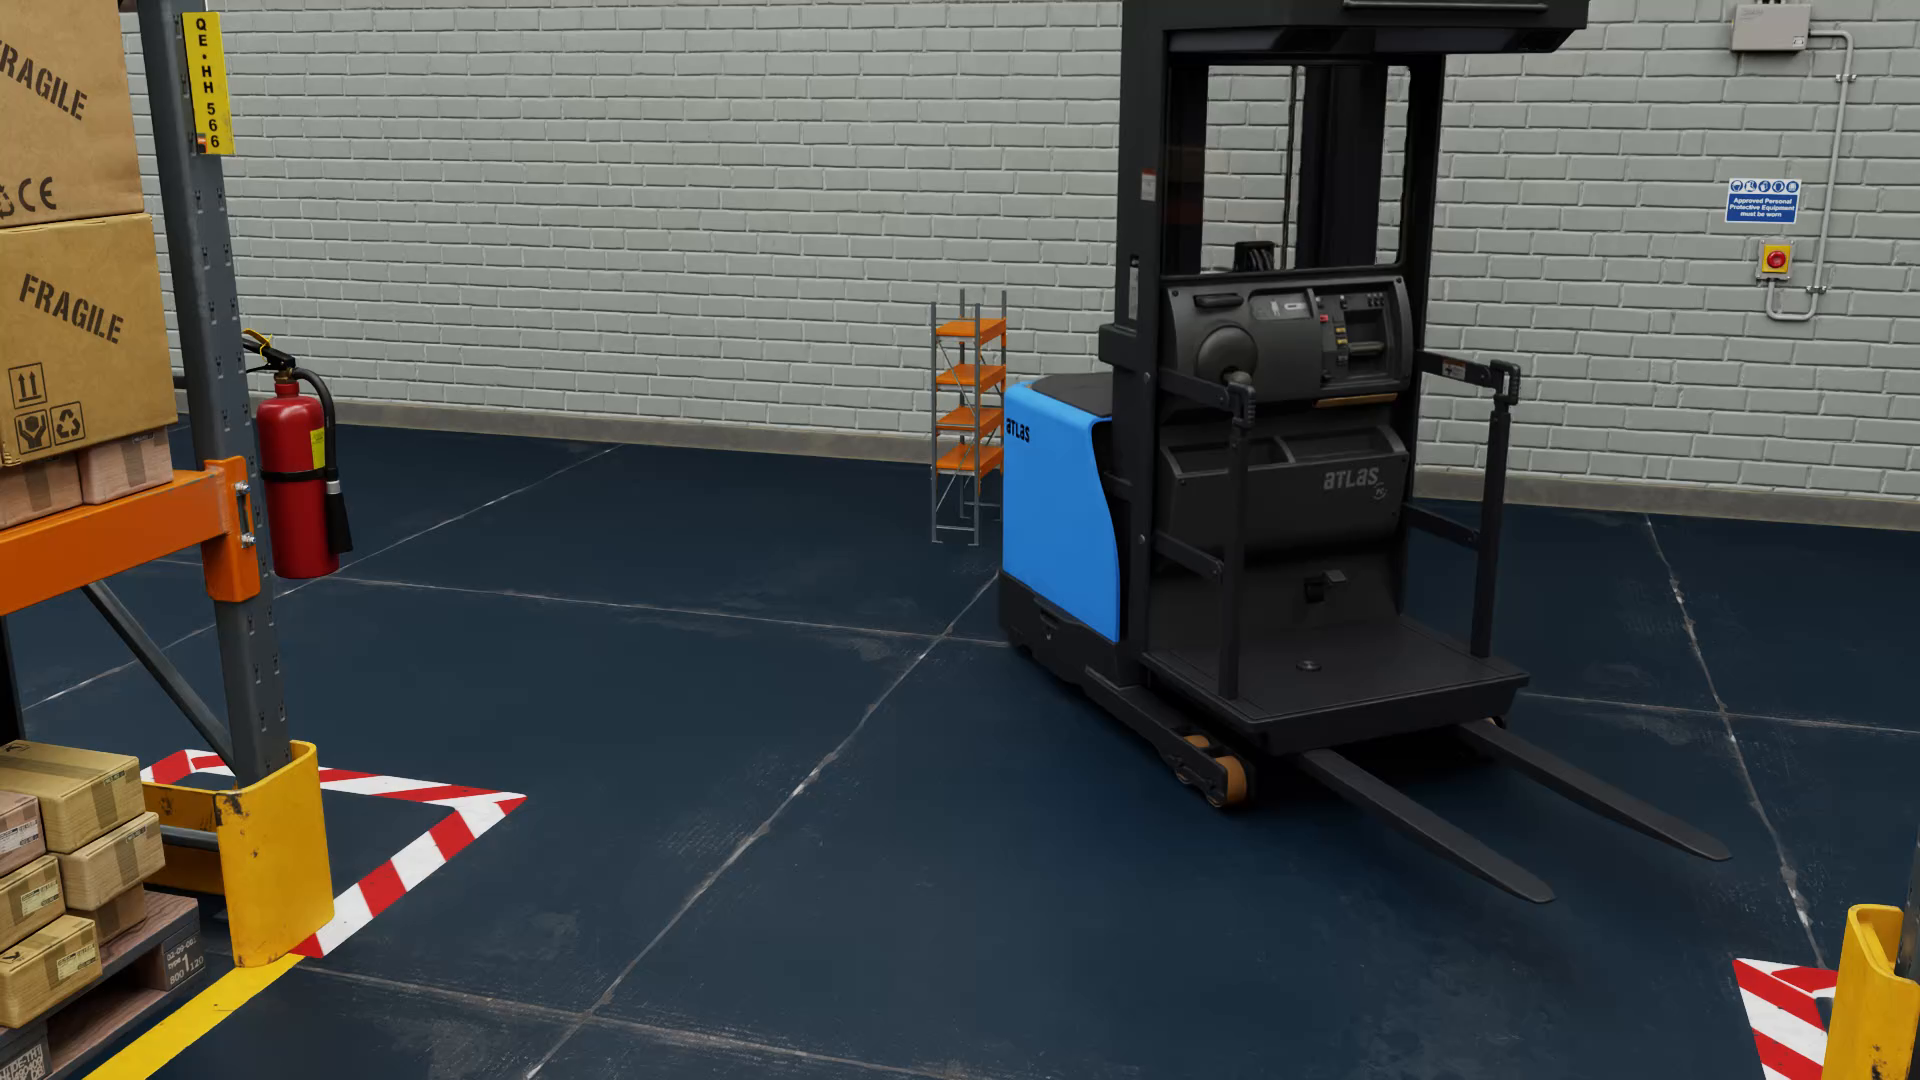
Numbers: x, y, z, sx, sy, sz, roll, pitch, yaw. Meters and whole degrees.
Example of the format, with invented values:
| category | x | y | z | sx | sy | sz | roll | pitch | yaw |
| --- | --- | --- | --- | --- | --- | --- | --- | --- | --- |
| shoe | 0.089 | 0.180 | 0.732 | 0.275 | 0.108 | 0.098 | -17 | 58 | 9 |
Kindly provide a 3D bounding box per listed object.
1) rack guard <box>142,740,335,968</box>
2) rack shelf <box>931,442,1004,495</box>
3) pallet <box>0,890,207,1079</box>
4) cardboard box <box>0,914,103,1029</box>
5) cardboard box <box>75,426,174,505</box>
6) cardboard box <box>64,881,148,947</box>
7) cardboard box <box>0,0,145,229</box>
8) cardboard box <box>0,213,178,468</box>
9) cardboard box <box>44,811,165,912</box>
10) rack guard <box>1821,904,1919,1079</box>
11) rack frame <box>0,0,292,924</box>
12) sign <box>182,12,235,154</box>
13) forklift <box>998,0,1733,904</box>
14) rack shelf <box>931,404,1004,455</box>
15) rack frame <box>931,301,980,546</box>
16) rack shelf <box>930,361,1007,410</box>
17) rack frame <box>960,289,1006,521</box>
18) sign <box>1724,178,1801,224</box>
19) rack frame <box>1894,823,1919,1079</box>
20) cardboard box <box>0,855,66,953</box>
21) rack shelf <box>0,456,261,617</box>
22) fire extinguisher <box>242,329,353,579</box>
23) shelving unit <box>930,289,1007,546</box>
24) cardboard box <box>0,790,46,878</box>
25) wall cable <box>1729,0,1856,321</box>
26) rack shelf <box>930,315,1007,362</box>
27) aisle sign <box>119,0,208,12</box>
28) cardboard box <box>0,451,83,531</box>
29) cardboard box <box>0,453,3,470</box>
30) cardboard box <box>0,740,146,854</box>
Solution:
| category | x | y | z | sx | sy | sz | roll | pitch | yaw |
| --- | --- | --- | --- | --- | --- | --- | --- | --- | --- |
| rack guard | -2.336 | 0.798 | 4.601 | 1.175 | 0.500 | 0.348 | 5 | 16 | 16 |
| rack shelf | 0.047 | -0.365 | 8.391 | 0.258 | 0.148 | 0.480 | 5 | 16 | 16 |
| pallet | -2.601 | 1.146 | 3.901 | 1.003 | 0.211 | 1.213 | 5 | 16 | 16 |
| cardboard box | -2.240 | 0.974 | 3.854 | 0.380 | 0.149 | 0.250 | 5 | 17 | 18 |
| cardboard box | -2.136 | -0.197 | 3.986 | 0.380 | 0.149 | 0.250 | 5 | 16 | 16 |
| cardboard box | -2.264 | 0.899 | 4.119 | 0.380 | 0.149 | 0.250 | 5 | 17 | 17 |
| cardboard box | -2.206 | -0.958 | 3.649 | 0.500 | 0.500 | 0.500 | 4 | 16 | 15 |
| cardboard box | -2.195 | -0.478 | 3.791 | 0.500 | 0.500 | 0.500 | 5 | 17 | 17 |
| cardboard box | -2.191 | 0.762 | 4.056 | 0.380 | 0.149 | 0.250 | 4 | 16 | 14 |
| rack guard | 2.467 | 1.129 | 3.433 | 1.175 | 0.500 | 0.348 | 5 | 16 | 16 |
| rack frame | -2.315 | -0.425 | 4.330 | 1.000 | 3.000 | 0.127 | 5 | 16 | 16 |
| sign | -1.788 | -1.086 | 3.959 | 0.100 | 0.325 | 0.005 | 5 | 16 | 16 |
| forklift | 1.197 | -0.685 | 5.373 | 1.130 | 2.935 | 3.031 | -7 | 17 | -22 |
| rack shelf | 0.047 | -0.556 | 8.337 | 0.258 | 0.148 | 0.480 | 5 | 16 | 16 |
| rack frame | -0.022 | -0.557 | 8.093 | 0.240 | 1.200 | 0.015 | 5 | 16 | 16 |
| rack shelf | 0.047 | -0.771 | 8.276 | 0.258 | 0.148 | 0.480 | 5 | 16 | 16 |
| rack frame | 0.116 | -0.684 | 8.543 | 0.240 | 1.200 | 0.015 | 5 | 16 | 16 |
| sign | 4.011 | -1.694 | 8.310 | 0.327 | 0.218 | 0.001 | 5 | 16 | 16 |
| rack frame | 2.463 | -0.067 | 3.069 | 0.949 | 2.616 | 0.053 | 5 | 16 | 16 |
| cardboard box | -2.317 | 0.826 | 3.830 | 0.380 | 0.149 | 0.250 | 4 | 16 | 15 |
| rack shelf | -2.883 | 0.445 | 2.583 | 1.077 | 0.370 | 4.000 | 5 | 16 | 16 |
| fire extinguisher | -1.800 | -0.238 | 4.498 | 0.296 | 0.674 | 0.183 | 5 | 16 | 16 |
| shelving unit | 0.047 | -0.621 | 8.318 | 0.258 | 1.200 | 0.503 | 5 | 16 | 16 |
| cardboard box | -2.348 | 0.678 | 3.807 | 0.380 | 0.149 | 0.250 | 5 | 17 | 17 |
| wall cable | 4.040 | -2.048 | 8.134 | 0.585 | 1.953 | 0.123 | 5 | 16 | 16 |
| rack shelf | 0.047 | -0.999 | 8.211 | 0.258 | 0.148 | 0.480 | 5 | 16 | 16 |
| aisle sign | -2.006 | -1.671 | 3.961 | 0.394 | 0.787 | 0.004 | 5 | 16 | 16 |
| cardboard box | -2.243 | -0.135 | 3.767 | 0.380 | 0.149 | 0.250 | 5 | 16 | 16 |
| cardboard box | -2.347 | -0.344 | 3.317 | 0.500 | 0.500 | 0.500 | 4 | 16 | 15 |
| cardboard box | -2.222 | 0.617 | 4.023 | 0.380 | 0.149 | 0.250 | 5 | 17 | 17 |
